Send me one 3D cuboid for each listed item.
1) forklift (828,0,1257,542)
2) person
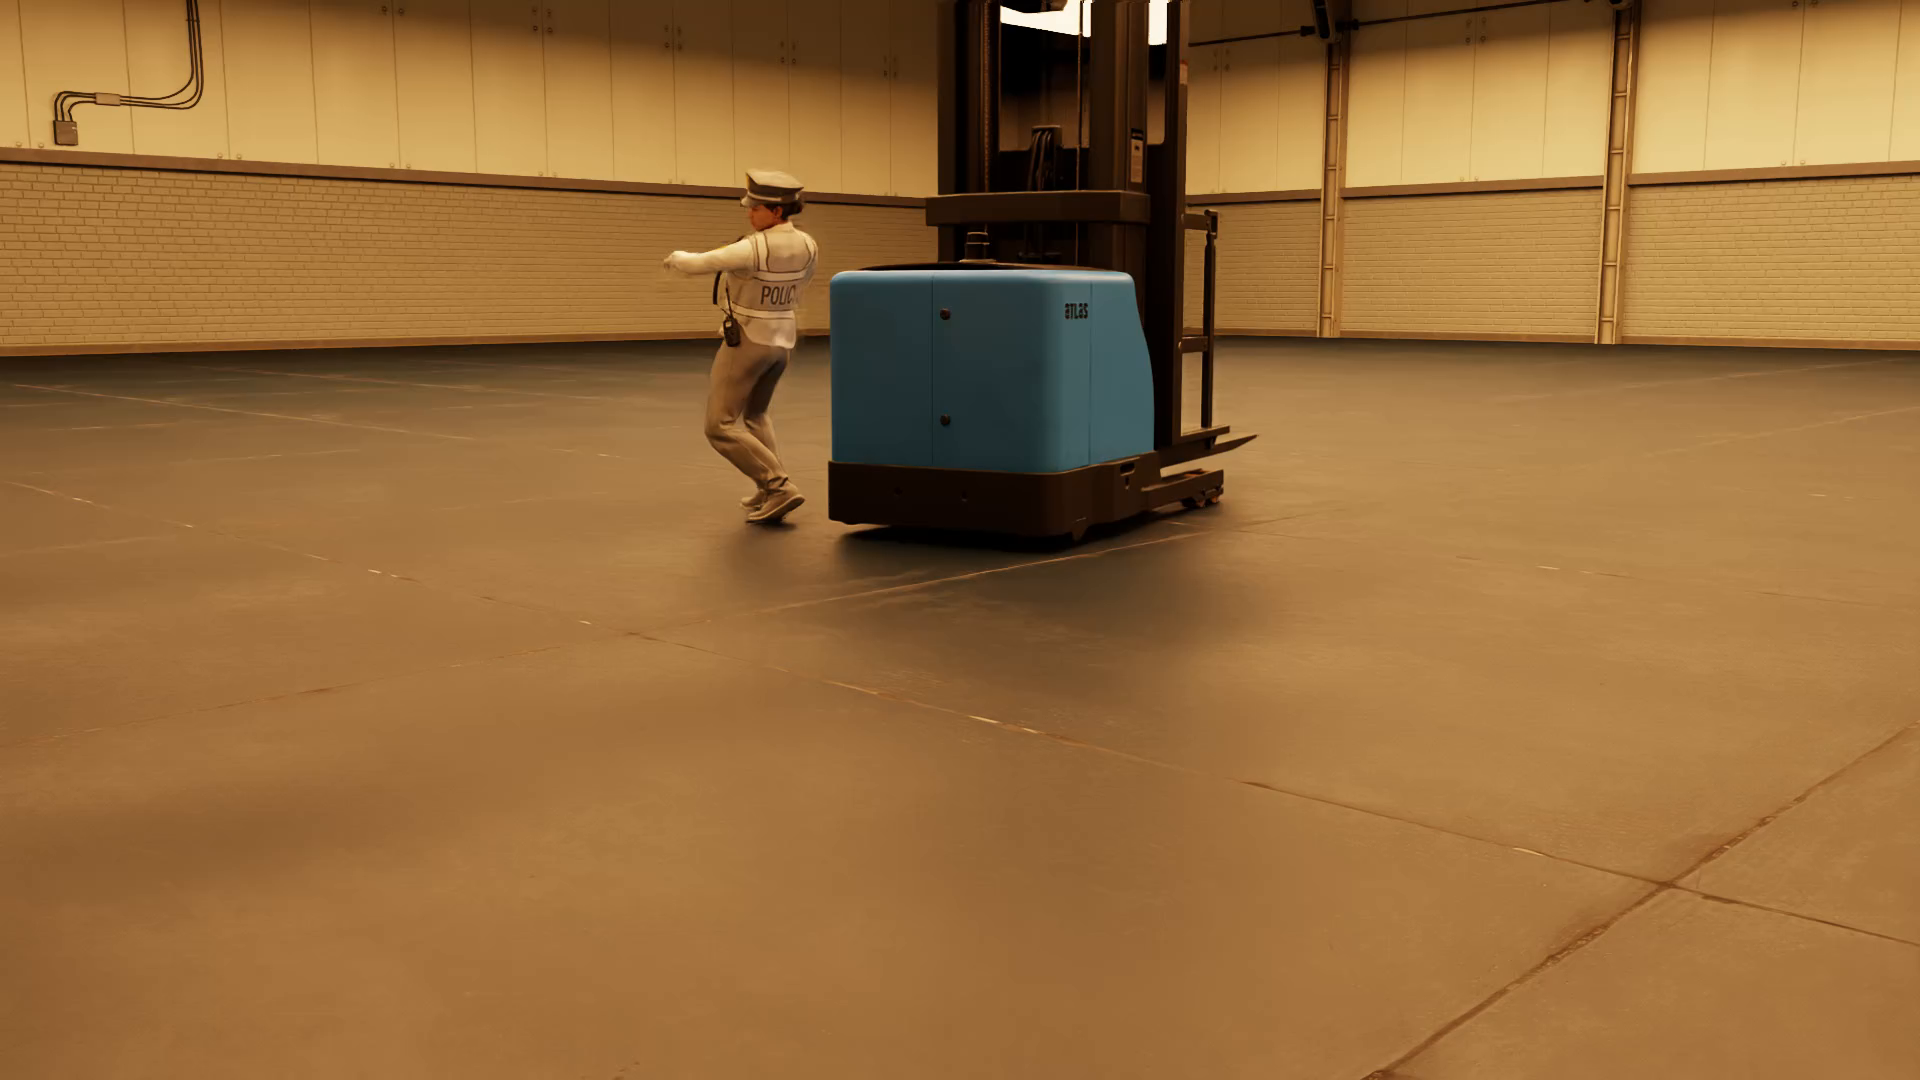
[{"bbox_3d":[0.598,-1.622,7.647,1.130,2.935,3.031,5,10,28],"label":"forklift"},{"bbox_3d":[-0.925,-0.869,7.512,0.826,1.532,0.810,4,9,25],"label":"person"}]
